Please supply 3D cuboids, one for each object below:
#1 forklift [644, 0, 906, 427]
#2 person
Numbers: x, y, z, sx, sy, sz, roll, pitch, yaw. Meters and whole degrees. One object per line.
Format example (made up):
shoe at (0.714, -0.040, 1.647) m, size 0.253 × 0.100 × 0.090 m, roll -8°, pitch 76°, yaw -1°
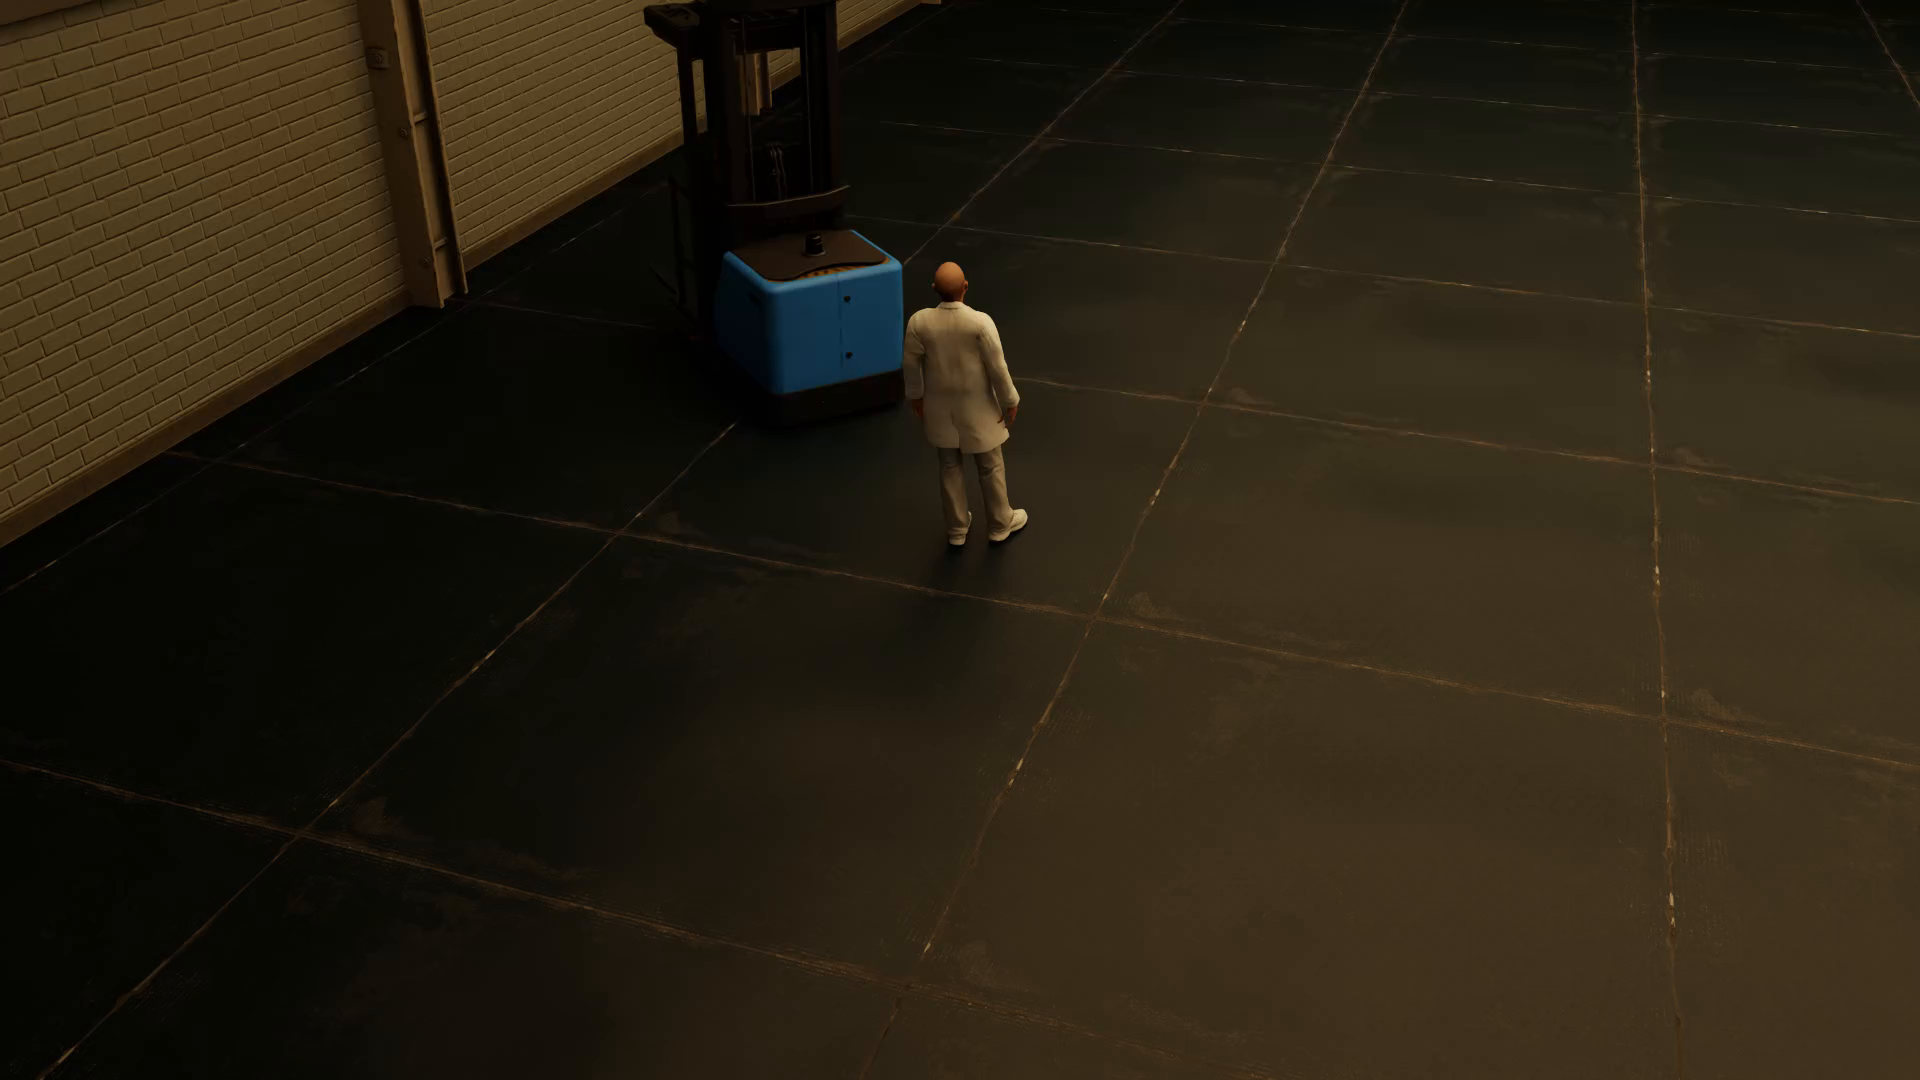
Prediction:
forklift at (-1.519, -2.742, 11.946) m, size 1.130 × 2.935 × 3.031 m, roll -15°, pitch 33°, yaw -24°
person at (0.033, -0.821, 9.727) m, size 0.698 × 1.779 × 0.577 m, roll 10°, pitch 31°, yaw 16°
